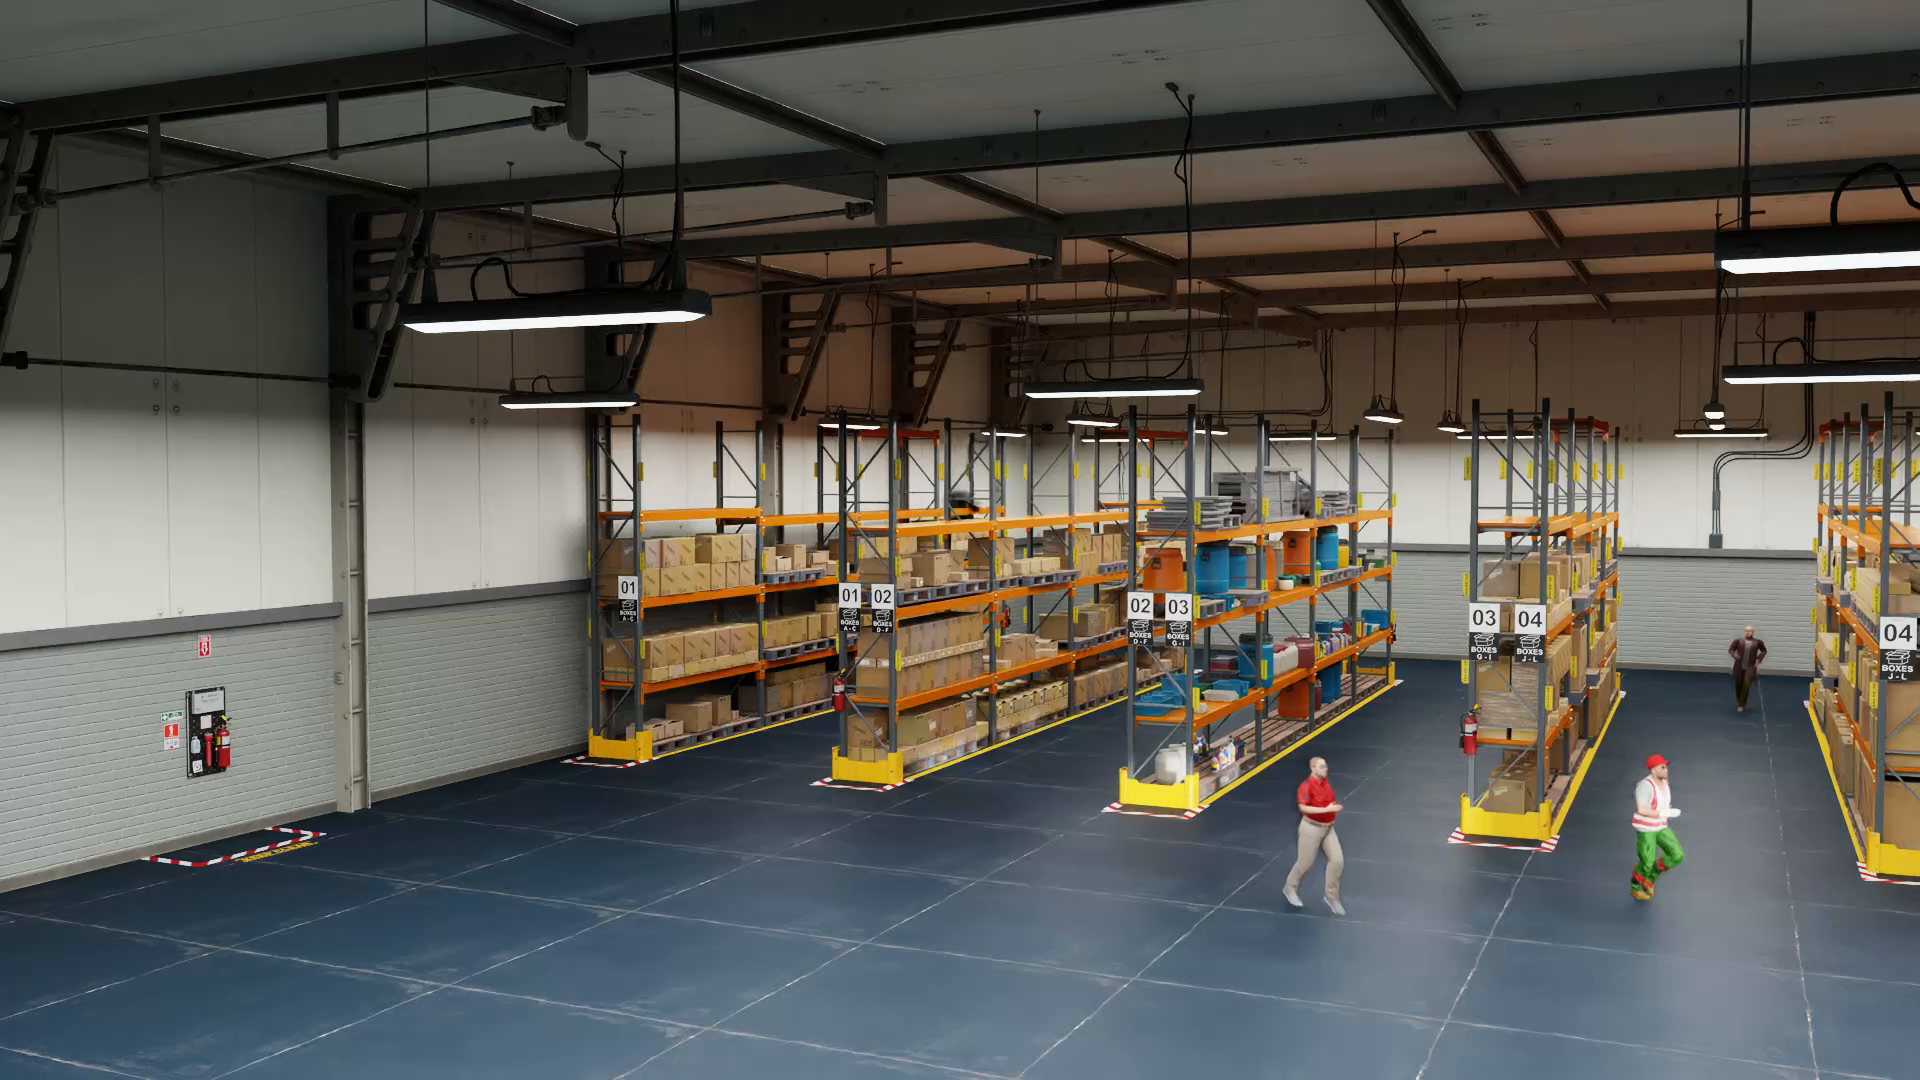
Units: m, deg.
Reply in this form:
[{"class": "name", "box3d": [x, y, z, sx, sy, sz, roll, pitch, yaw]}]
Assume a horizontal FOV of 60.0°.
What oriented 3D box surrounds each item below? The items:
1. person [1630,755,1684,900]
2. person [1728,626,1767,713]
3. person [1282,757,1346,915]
[{"class": "person", "box3d": [8.034, 3.326, 19.162, 0.706, 1.727, 0.738, -1, 3, -31]}, {"class": "person", "box3d": [16.477, 2.733, 34.817, 0.719, 1.704, 0.952, 2, 3, 33]}, {"class": "person", "box3d": [4.044, 3.363, 18.941, 0.678, 1.806, 0.811, -2, 3, -38]}]
